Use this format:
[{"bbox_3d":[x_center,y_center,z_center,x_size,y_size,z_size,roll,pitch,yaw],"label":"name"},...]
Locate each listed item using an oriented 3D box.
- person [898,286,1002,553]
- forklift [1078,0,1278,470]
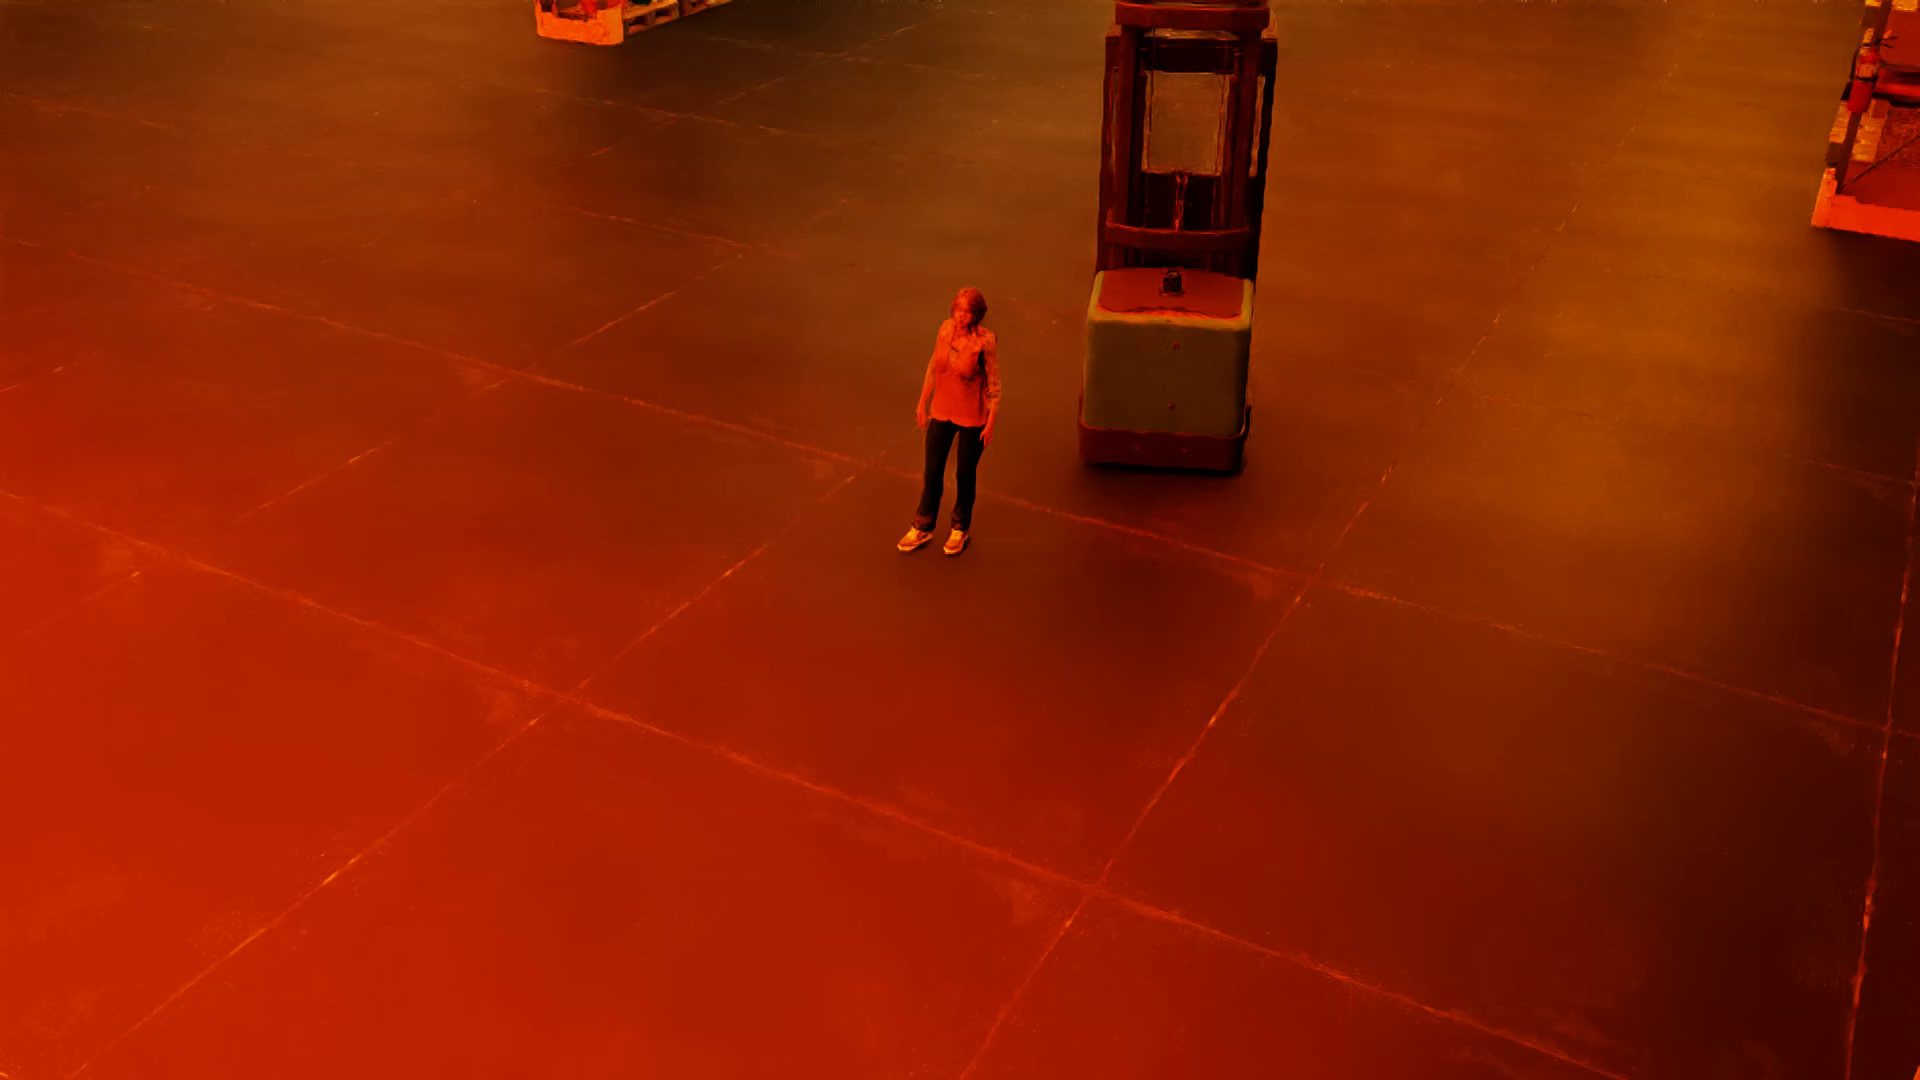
[{"bbox_3d":[-0.048,-0.669,9.550,0.520,1.597,0.474,15,33,25],"label":"person"},{"bbox_3d":[1.512,-2.432,11.285,1.130,2.935,3.031,4,30,8],"label":"forklift"}]
